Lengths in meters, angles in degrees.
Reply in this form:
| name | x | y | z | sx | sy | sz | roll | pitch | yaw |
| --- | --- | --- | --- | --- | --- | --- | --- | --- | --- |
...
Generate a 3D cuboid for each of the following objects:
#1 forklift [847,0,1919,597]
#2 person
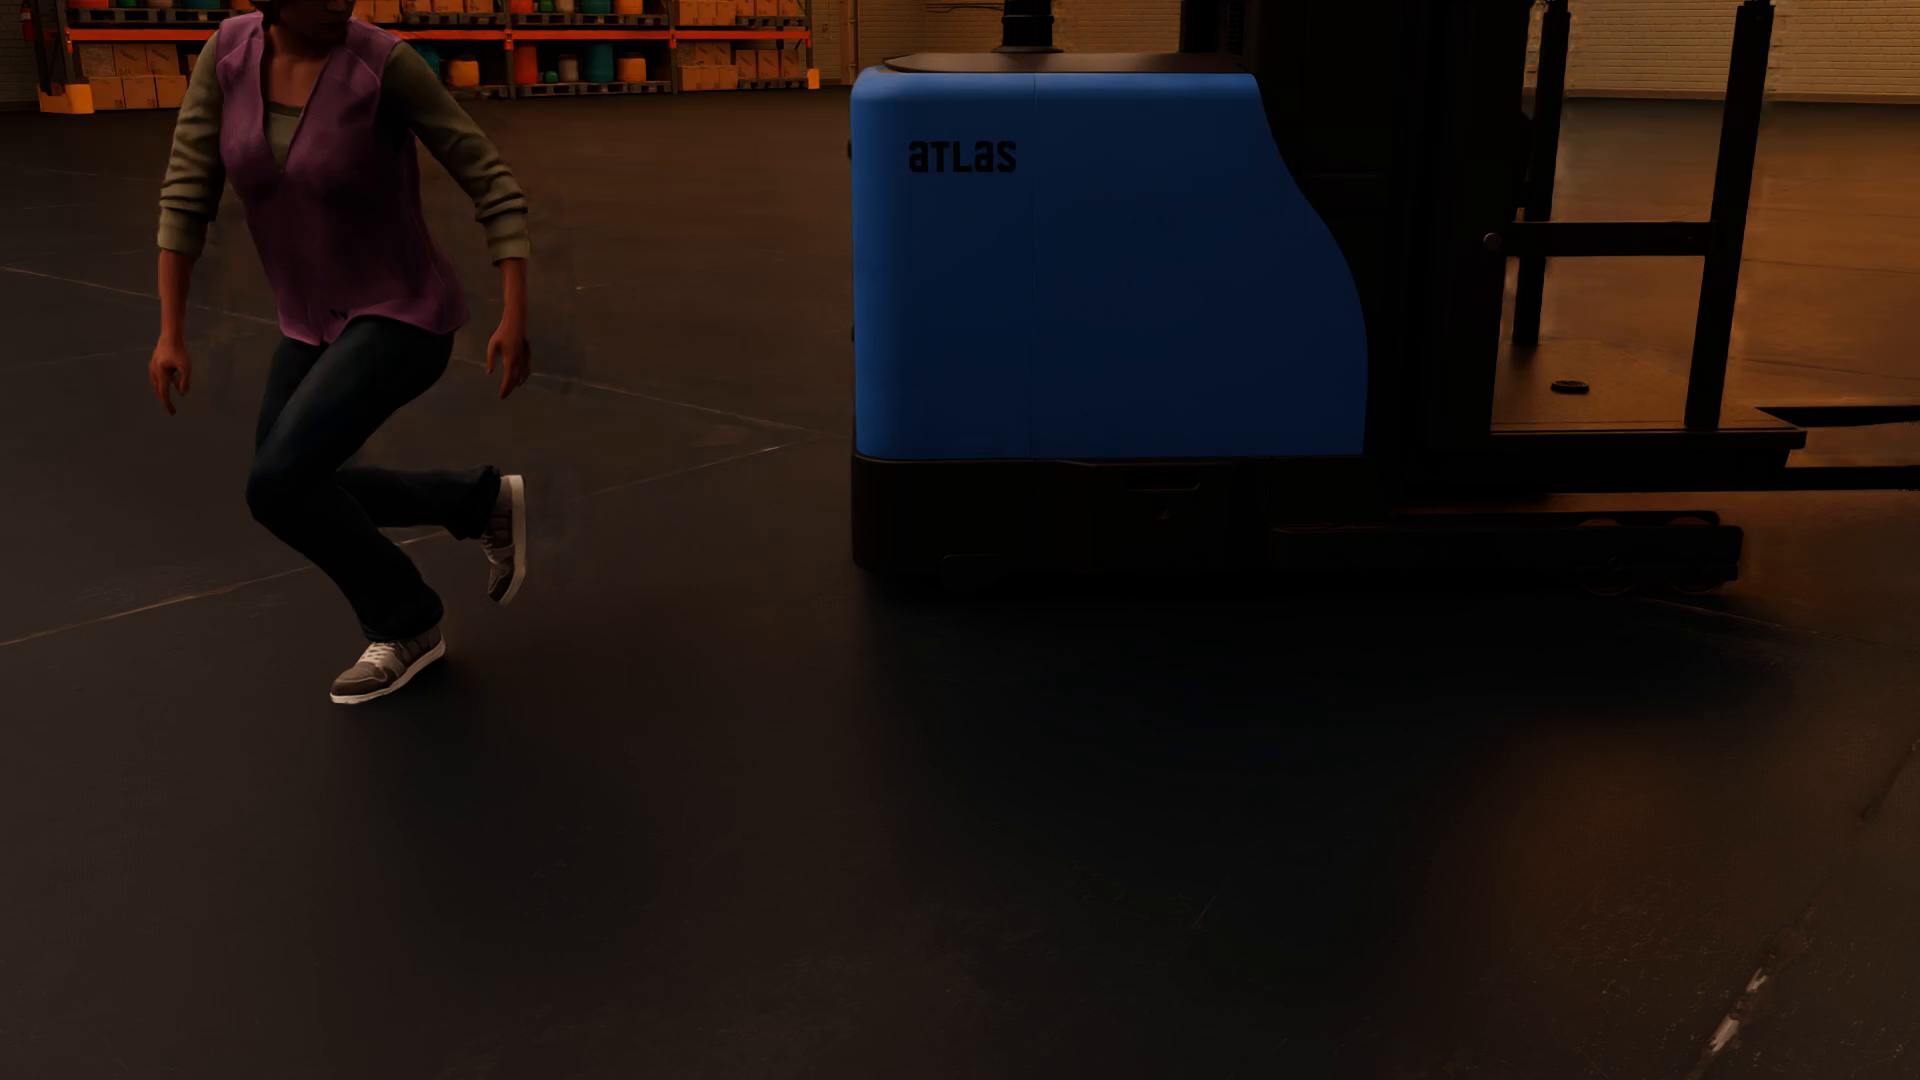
| name | x | y | z | sx | sy | sz | roll | pitch | yaw |
| --- | --- | --- | --- | --- | --- | --- | --- | --- | --- |
| forklift | 1.264 | -1.435 | 3.623 | 3.031 | 2.935 | 1.130 | -1 | 17 | -3 |
| person | -1.010 | -0.410 | 2.981 | 0.576 | 1.382 | 0.647 | 9 | 19 | 26 |
